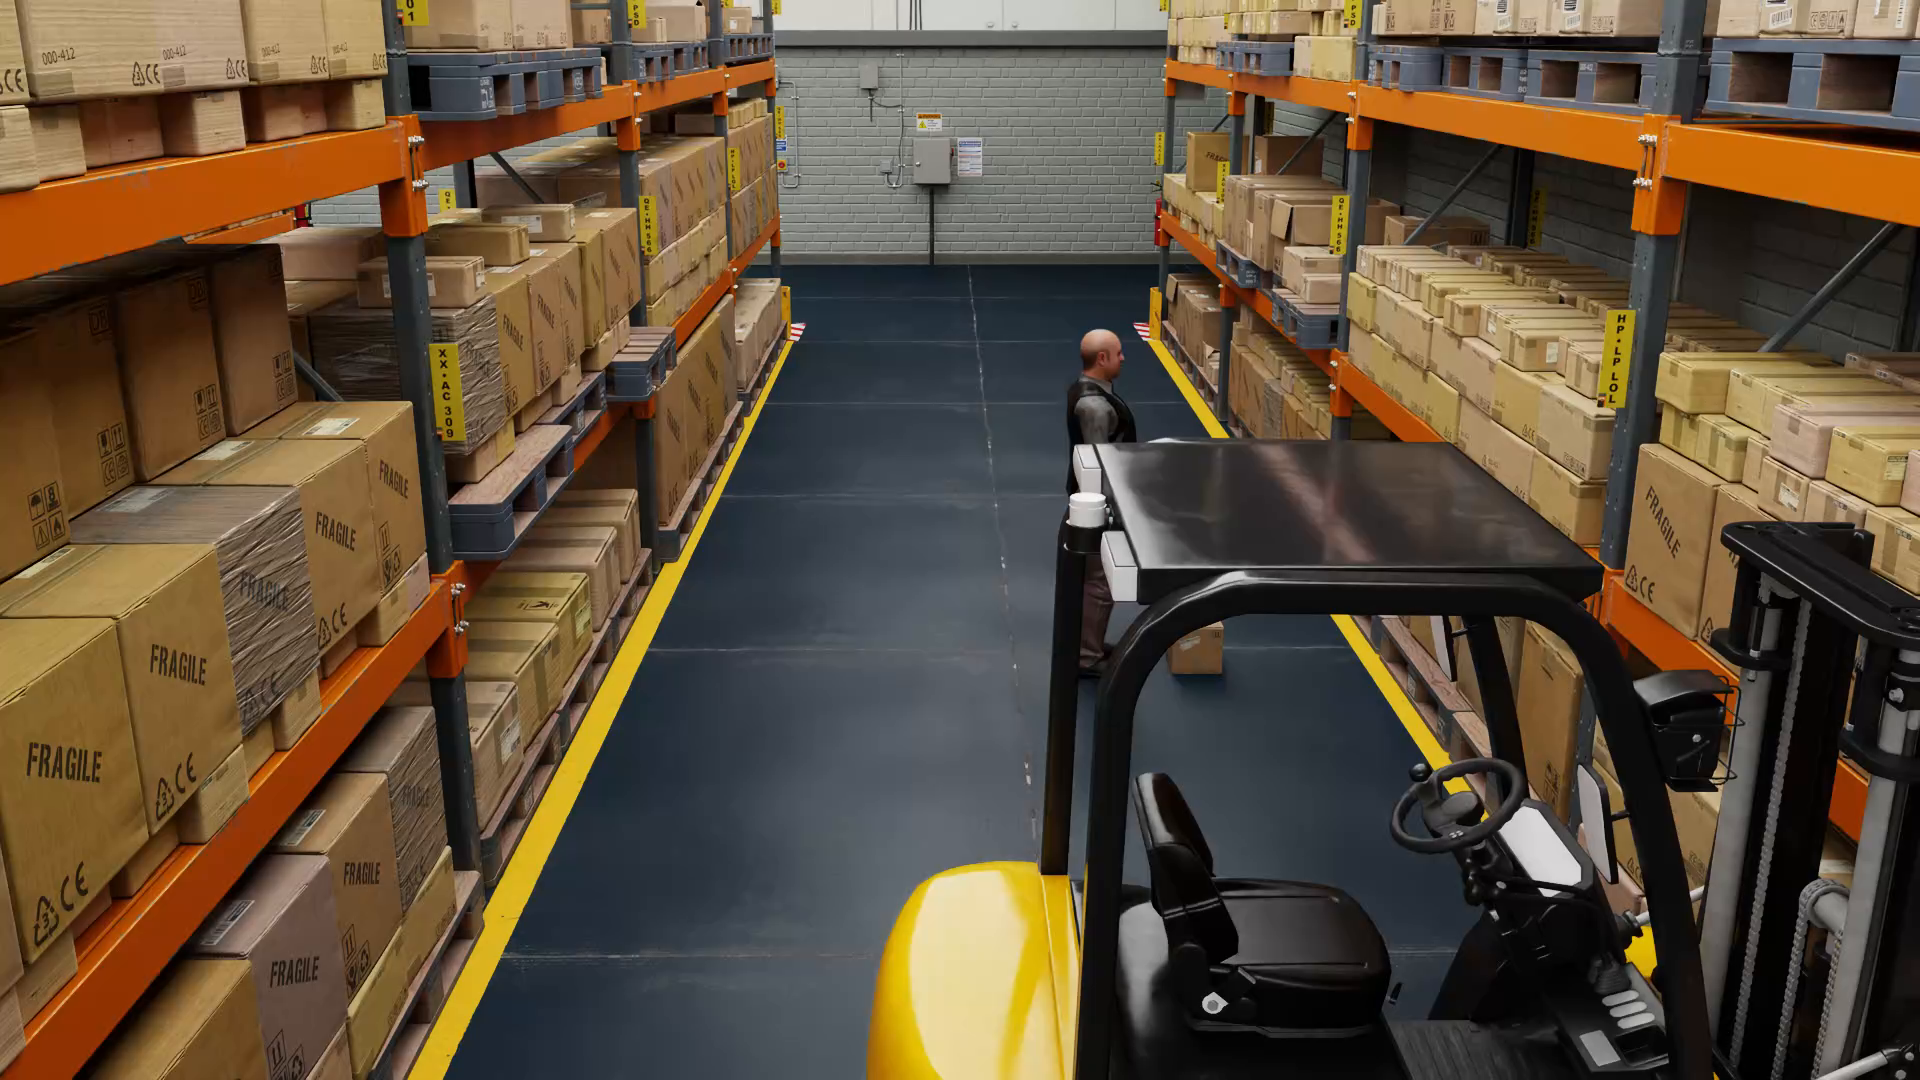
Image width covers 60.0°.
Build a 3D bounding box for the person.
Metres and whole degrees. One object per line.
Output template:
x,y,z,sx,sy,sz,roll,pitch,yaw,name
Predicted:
0.697,-0.188,8.210,0.360,1.715,0.532,0,17,0,person
